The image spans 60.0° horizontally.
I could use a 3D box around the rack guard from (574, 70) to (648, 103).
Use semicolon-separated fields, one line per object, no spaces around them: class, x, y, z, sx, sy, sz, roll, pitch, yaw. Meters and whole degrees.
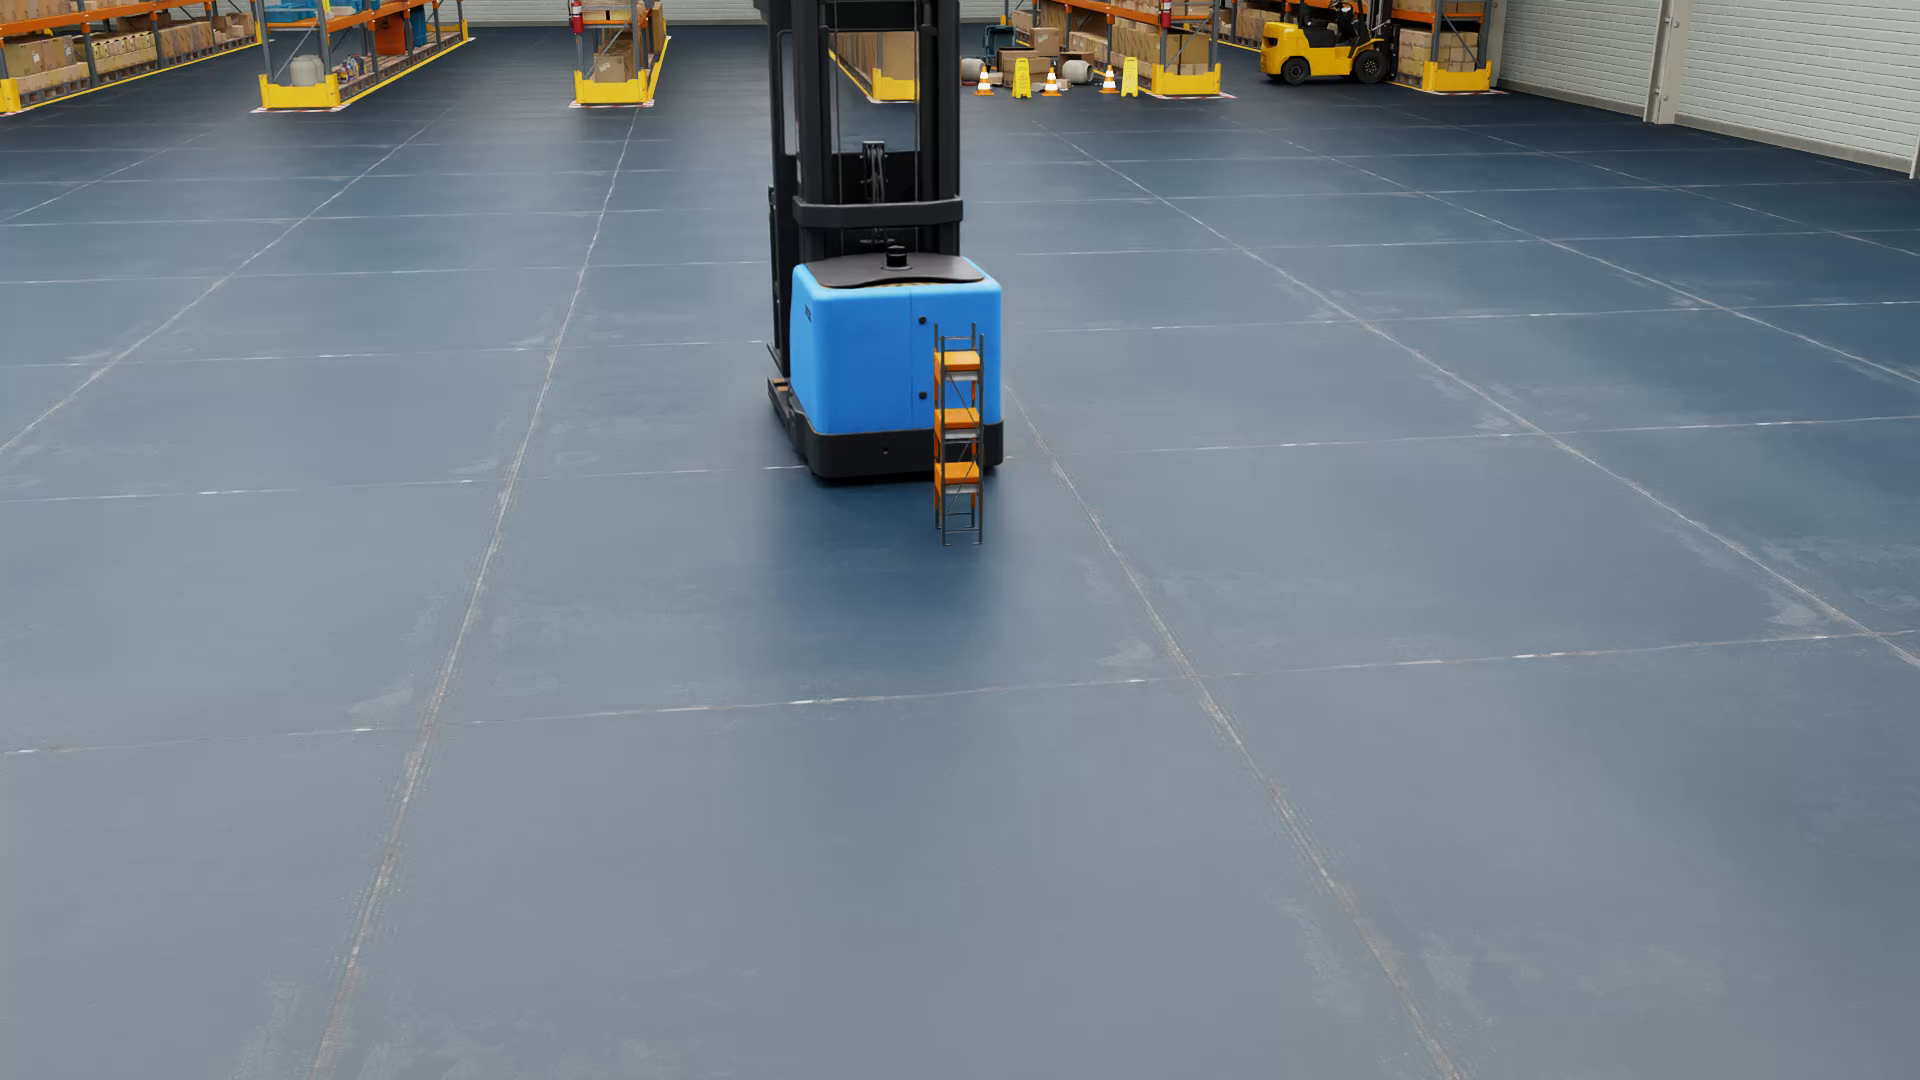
rack guard;-5.837;-7.599;27.848;1.175;0.500;0.348;-3;21;-8

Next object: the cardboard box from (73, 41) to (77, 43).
cardboard box;-16.630;-9.107;30.842;0.500;0.311;0.500;-2;21;-6

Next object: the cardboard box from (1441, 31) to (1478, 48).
cardboard box;9.009;-9.048;30.056;0.500;0.250;0.500;-3;21;-9

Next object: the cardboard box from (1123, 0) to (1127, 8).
cardboard box;3.289;-10.123;31.392;0.380;0.149;0.250;-2;21;-6

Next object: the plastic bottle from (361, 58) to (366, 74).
plastic bottle;-10.908;-8.663;30.376;0.061;0.283;0.133;-2;21;-5

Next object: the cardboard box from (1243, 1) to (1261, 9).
cardboard box;7.035;-12.894;40.072;0.380;0.149;0.250;-4;21;-10

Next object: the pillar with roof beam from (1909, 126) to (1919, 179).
pillar with roof beam;7.153;-8.220;17.364;9.100;9.000;0.400;-3;21;-8

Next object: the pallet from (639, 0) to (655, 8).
pallet;-6.369;-10.311;31.810;1.003;0.211;1.213;-3;21;-8

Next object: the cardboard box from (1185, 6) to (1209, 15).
cardboard box;4.136;-9.254;29.065;0.380;0.149;0.250;-3;21;-8

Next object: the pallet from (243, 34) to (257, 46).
pallet;-17.809;-12.177;40.517;1.003;0.211;1.213;-3;21;-8

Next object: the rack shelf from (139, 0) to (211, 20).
rack shelf;-17.071;-11.371;35.402;1.077;0.370;4.000;-3;21;-8

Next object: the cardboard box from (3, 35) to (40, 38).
cardboard box;-16.369;-8.541;29.056;0.500;0.500;0.500;-3;21;-8

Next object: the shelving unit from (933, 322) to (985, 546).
shelving unit;-0.008;-0.510;8.082;0.215;1.050;0.252;-3;21;-8

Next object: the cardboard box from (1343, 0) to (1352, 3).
cardboard box;7.983;-10.971;33.518;0.500;0.250;0.500;-2;21;-7

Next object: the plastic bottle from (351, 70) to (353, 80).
plastic bottle;-10.759;-8.220;29.309;0.097;0.201;0.097;0;20;0

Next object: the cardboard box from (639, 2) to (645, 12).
cardboard box;-5.932;-9.694;30.243;0.380;0.149;0.250;-3;21;-8

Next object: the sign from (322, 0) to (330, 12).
sign;-10.183;-8.650;26.693;0.100;0.325;0.005;-3;21;-8

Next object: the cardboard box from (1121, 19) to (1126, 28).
cardboard box;3.256;-9.751;31.366;0.380;0.149;0.250;-2;21;-6

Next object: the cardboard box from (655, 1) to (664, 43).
cardboard box;-7.444;-11.880;38.172;1.225;0.875;0.875;-3;21;-8

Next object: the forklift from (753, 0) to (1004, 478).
forklift;-0.597;-2.188;9.886;1.130;2.935;3.031;-5;21;-12

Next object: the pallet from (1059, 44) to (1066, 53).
pallet;2.788;-10.984;37.324;1.003;0.211;1.213;-3;21;-8

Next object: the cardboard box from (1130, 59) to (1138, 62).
cardboard box;3.450;-8.779;30.765;0.500;0.250;0.500;-4;21;-10

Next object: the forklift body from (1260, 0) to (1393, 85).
forklift body;6.813;-9.662;31.012;2.313;2.155;1.214;-3;21;-8

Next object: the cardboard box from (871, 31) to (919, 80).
cardboard box;-1.067;-8.392;28.834;0.875;0.875;0.875;-3;21;-7

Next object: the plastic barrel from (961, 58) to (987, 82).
plastic barrel;0.201;-8.822;31.231;0.512;0.421;0.421;12;24;30

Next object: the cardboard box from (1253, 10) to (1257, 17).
cardboard box;7.167;-12.479;39.387;0.380;0.149;0.250;-3;21;-8

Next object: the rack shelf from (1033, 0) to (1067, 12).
rack shelf;2.539;-12.369;38.075;1.077;0.370;4.000;-3;21;-8

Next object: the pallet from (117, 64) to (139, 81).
pallet;-16.530;-9.001;32.013;1.003;0.211;1.213;-3;21;-8

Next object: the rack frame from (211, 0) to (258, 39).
rack frame;-17.936;-13.785;40.838;1.000;3.000;0.127;-3;21;-8

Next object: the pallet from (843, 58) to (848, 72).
pallet;-1.845;-9.724;33.951;1.003;0.211;1.213;-3;21;-8

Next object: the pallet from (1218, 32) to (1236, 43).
pallet;7.064;-12.582;41.601;1.003;0.211;1.213;-3;21;-8

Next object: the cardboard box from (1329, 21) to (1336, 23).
cardboard box;8.014;-10.674;35.302;0.875;0.625;0.625;-4;21;-10

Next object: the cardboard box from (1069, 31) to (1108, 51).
cardboard box;2.898;-10.783;35.956;0.950;0.372;0.625;-4;21;-11

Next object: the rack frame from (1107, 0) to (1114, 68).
rack frame;3.404;-10.629;32.387;1.000;3.000;0.127;-3;21;-8

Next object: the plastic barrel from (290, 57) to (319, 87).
plastic barrel;-10.898;-7.749;27.633;0.421;0.512;0.421;0;20;0

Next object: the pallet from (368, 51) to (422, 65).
pallet;-12.036;-10.229;35.301;1.003;0.211;1.213;-3;21;-8

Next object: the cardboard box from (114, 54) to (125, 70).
cardboard box;-16.169;-9.048;31.483;0.500;0.250;0.500;-4;21;-9

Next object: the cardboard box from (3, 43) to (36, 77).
cardboard box;-15.561;-7.875;27.273;0.500;0.500;0.500;-3;21;-8

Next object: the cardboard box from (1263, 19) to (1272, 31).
cardboard box;7.325;-11.781;38.445;0.500;0.500;0.500;-2;21;-5

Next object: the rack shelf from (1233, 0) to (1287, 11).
rack shelf;7.450;-12.621;38.748;1.077;0.370;4.000;-3;21;-8

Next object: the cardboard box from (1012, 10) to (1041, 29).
cardboard box;1.868;-13.557;43.287;0.875;0.438;0.875;-4;21;-10

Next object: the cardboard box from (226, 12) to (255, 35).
cardboard box;-17.614;-12.645;40.728;0.500;0.500;0.500;-3;21;-8

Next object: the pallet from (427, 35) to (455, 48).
pallet;-12.781;-12.019;40.093;1.003;0.211;1.213;-3;21;-8

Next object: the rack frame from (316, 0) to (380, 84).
rack frame;-11.304;-9.879;30.380;1.000;3.000;0.127;-3;21;-8

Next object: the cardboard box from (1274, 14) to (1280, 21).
cardboard box;7.346;-11.846;37.691;0.380;0.149;0.250;-4;21;-11

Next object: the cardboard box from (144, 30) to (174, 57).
cardboard box;-16.566;-10.223;34.243;0.500;0.500;0.500;-2;21;-5

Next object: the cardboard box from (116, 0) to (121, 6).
cardboard box;-16.543;-10.459;32.292;0.380;0.149;0.250;-1;21;-4

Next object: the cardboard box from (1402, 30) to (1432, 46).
cardboard box;8.437;-9.193;30.442;0.500;0.250;0.500;-3;21;-7

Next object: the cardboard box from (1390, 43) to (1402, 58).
cardboard box;8.355;-9.143;31.024;0.500;0.250;0.500;-3;21;-9

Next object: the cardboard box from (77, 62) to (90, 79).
cardboard box;-15.923;-8.390;29.721;0.500;0.250;0.500;-3;21;-8

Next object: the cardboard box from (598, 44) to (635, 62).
cardboard box;-6.295;-8.816;30.506;0.500;0.500;0.500;4;21;9

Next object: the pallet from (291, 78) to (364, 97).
pallet;-11.069;-7.915;29.106;1.003;0.211;1.213;-3;21;-8

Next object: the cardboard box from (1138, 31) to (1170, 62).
cardboard box;3.528;-8.948;30.146;0.500;0.500;0.500;-2;21;-6

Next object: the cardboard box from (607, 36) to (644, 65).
cardboard box;-6.520;-9.544;32.426;0.700;0.500;0.500;-3;21;-8
